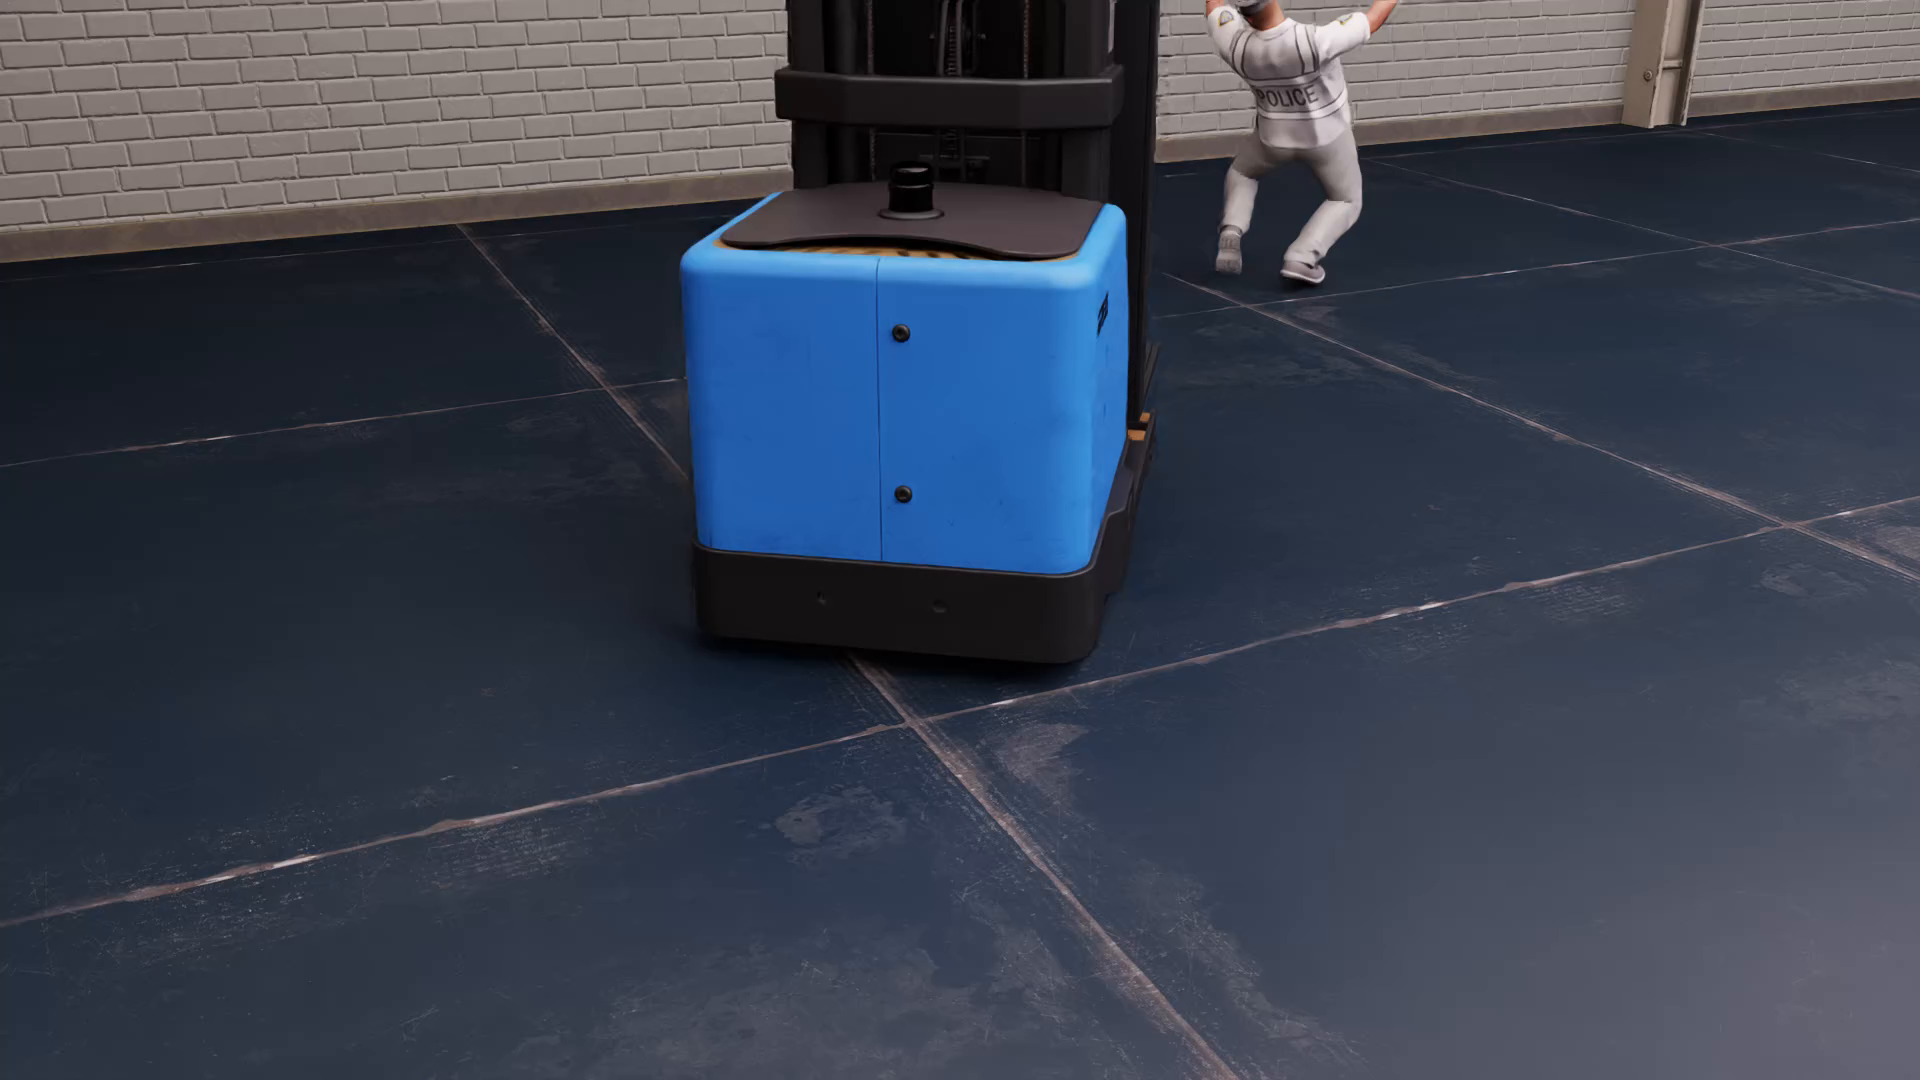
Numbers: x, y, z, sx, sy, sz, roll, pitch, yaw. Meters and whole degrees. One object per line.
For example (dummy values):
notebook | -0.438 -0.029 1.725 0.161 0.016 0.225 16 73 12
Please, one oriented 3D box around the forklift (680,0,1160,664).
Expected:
forklift | 0.080 -1.576 5.081 1.130 2.935 3.031 4 23 10

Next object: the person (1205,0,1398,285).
person | 1.572 -2.006 7.807 0.995 1.665 0.782 12 25 26
